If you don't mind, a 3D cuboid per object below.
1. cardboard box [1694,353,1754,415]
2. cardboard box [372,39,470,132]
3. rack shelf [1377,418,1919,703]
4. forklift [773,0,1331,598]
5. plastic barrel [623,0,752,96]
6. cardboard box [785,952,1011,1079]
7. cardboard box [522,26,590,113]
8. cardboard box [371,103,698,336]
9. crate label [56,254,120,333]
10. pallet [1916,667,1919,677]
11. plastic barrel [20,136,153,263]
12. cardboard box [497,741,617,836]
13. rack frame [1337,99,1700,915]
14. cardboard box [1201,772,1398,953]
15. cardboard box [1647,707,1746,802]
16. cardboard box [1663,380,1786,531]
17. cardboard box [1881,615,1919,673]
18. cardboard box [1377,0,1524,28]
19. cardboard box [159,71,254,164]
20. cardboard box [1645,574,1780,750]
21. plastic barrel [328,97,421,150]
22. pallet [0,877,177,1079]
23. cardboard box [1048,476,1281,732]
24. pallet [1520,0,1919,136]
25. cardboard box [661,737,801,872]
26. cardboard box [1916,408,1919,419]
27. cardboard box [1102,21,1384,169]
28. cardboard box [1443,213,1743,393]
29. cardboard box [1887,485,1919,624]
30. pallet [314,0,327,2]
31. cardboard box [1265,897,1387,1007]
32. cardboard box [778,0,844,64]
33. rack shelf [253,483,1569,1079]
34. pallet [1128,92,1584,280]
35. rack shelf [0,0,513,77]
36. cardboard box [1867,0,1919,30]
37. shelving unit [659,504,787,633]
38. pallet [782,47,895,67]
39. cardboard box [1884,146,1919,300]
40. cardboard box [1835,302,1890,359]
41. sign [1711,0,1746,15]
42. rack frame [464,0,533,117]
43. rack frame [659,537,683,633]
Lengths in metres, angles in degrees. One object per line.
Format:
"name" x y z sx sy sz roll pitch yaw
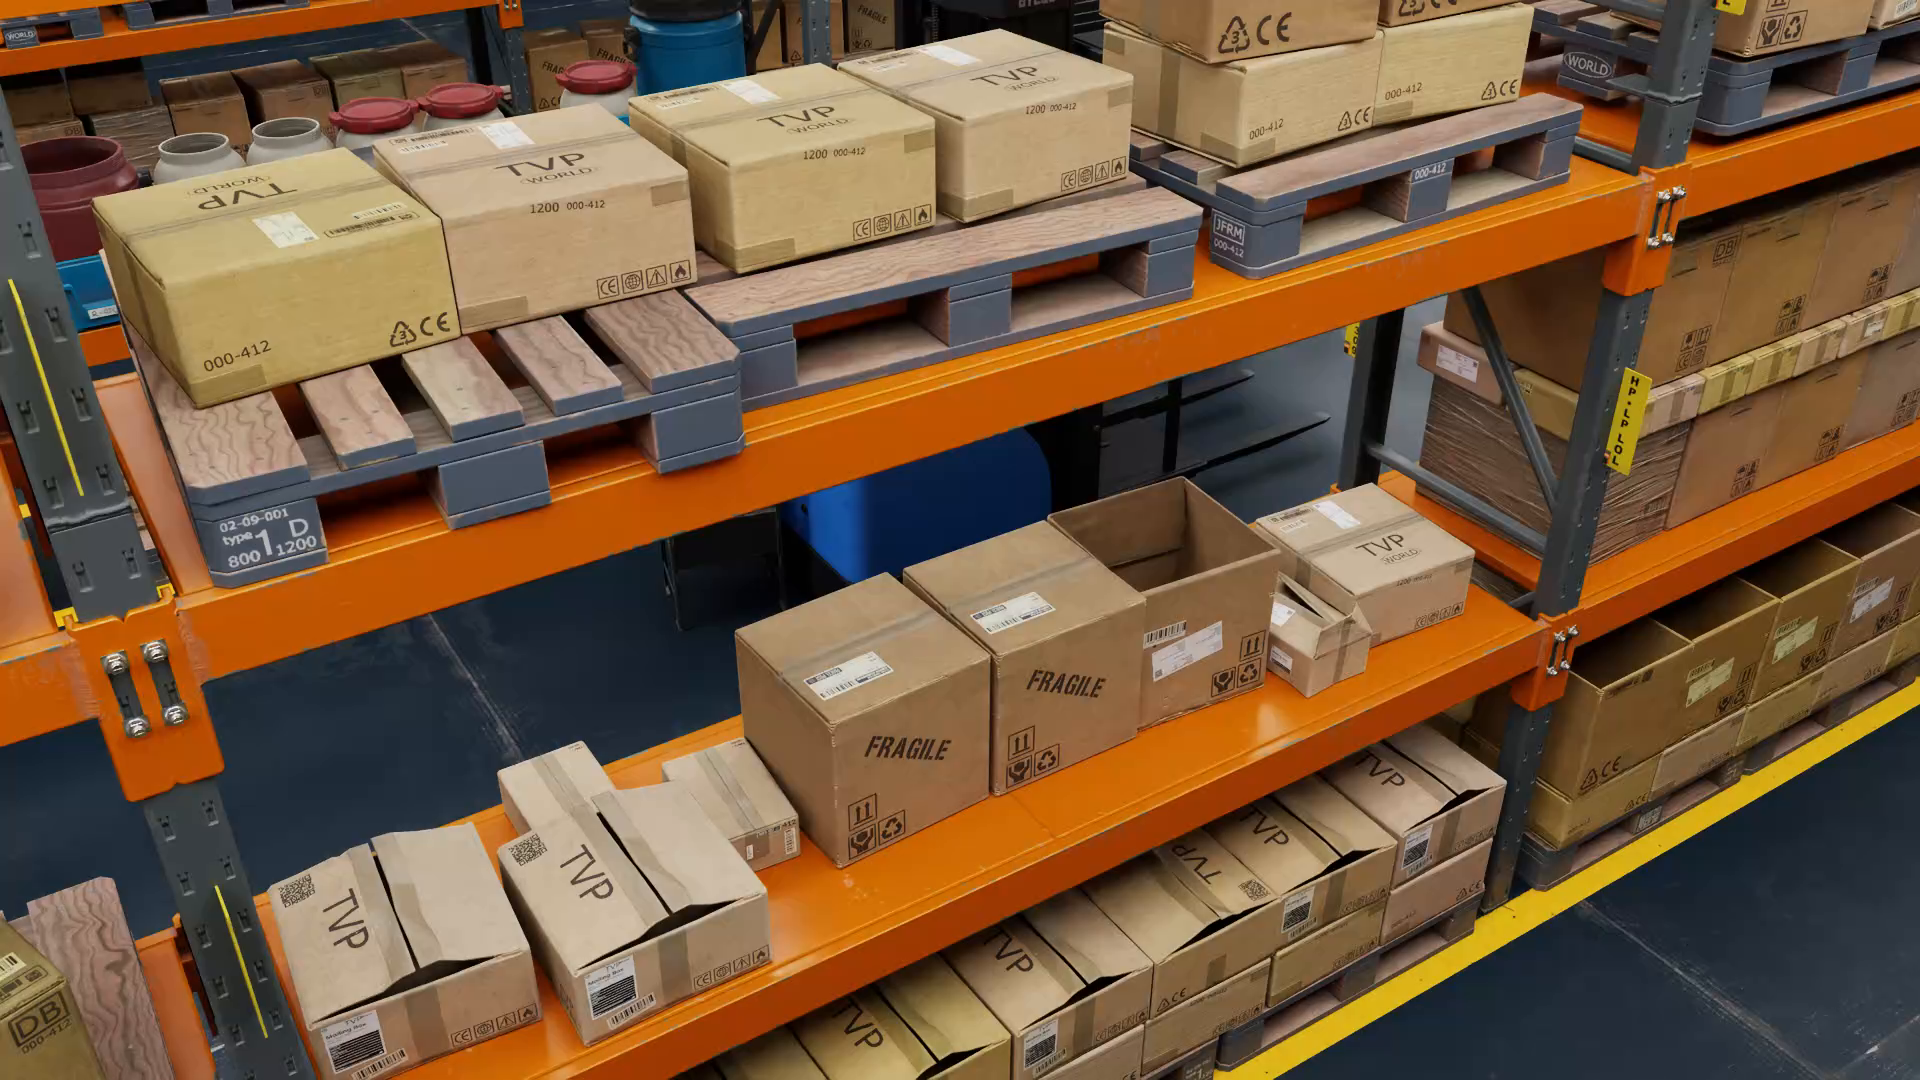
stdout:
"cardboard box" 2.454 -0.594 5.679 0.250 0.149 0.380 -20 37 -28
"cardboard box" -4.195 -3.543 12.986 0.500 0.500 0.700 -22 38 -31
"rack shelf" 3.377 -0.413 6.767 4.000 0.370 1.077 -19 37 -27
"forklift" 0.529 -1.422 7.757 3.031 2.935 1.130 -19 37 -27
"plastic barrel" -1.473 -2.597 9.086 0.708 0.901 0.600 -19 37 -27
"cardboard box" -0.199 1.444 4.807 0.500 0.311 0.500 -20 37 -29
"cardboard box" -3.310 -3.800 13.412 0.500 0.500 0.500 -20 37 -29
"cardboard box" -0.884 -0.681 3.454 0.500 0.250 0.500 -18 36 -26
"crate label" -3.789 -1.088 7.320 0.416 0.233 0.303 -19 37 -27
"pallet" 4.438 0.124 7.855 1.213 0.211 1.003 -19 37 -27
"plastic barrel" -4.120 -1.532 7.740 0.708 0.536 0.600 -19 37 -27
"cardboard box" -1.059 0.740 4.501 0.250 0.149 0.380 -19 37 -27
"rack frame" 1.696 -0.139 5.658 0.127 3.000 1.000 -19 37 -27
"cardboard box" 1.077 1.008 5.498 0.500 0.311 0.500 -18 36 -26
"cardboard box" 2.673 0.706 6.503 0.500 0.250 0.500 -19 37 -27
"cardboard box" 2.506 -0.468 6.086 0.500 0.500 0.700 -19 37 -28
"cardboard box" 3.935 0.273 7.189 0.500 0.250 0.500 -19 37 -27
"cardboard box" 1.157 -1.678 4.332 0.500 0.500 0.500 -19 37 -27
"cardboard box" -5.545 -3.090 12.268 0.500 0.500 0.700 -16 36 -23
"cardboard box" 2.672 0.388 6.305 0.500 0.500 0.500 -19 37 -27
"plastic barrel" -2.887 -1.903 8.328 0.433 0.535 0.433 0 32 0
"pallet" -2.197 1.326 3.516 1.003 0.211 1.213 -19 37 -27
"cardboard box" 0.599 0.186 5.050 0.500 0.500 0.500 -16 36 -24
"pallet" 2.399 -1.628 5.291 1.213 0.211 1.003 -19 37 -27
"cardboard box" -0.624 0.730 4.517 0.250 0.149 0.380 -16 36 -24
"cardboard box" 3.800 -0.913 6.792 0.500 0.500 0.700 -19 37 -27
"cardboard box" 0.713 -1.188 4.257 0.500 0.250 0.500 -23 39 -32
"cardboard box" 2.066 -0.861 5.494 0.500 0.500 0.700 -19 37 -27
"cardboard box" 3.936 -0.043 6.987 0.500 0.500 0.500 -19 37 -27
"pallet" -4.389 -4.345 12.507 1.213 0.211 1.003 -19 37 -27
"cardboard box" 1.079 1.242 5.653 0.500 0.250 0.500 -20 37 -28
"cardboard box" -1.324 -4.498 14.518 0.500 0.500 0.500 -10 33 -15
"rack shelf" 0.015 0.744 4.934 4.000 0.370 1.077 -19 37 -27
"pallet" 0.962 -1.066 4.496 1.217 0.209 0.805 -21 38 -29
"rack shelf" -5.349 -3.700 11.978 4.000 0.370 1.077 -19 37 -27
"cardboard box" 2.716 -1.790 5.023 0.500 0.311 0.500 -21 38 -30
"shelving unit" -1.104 -0.610 7.248 0.503 2.100 0.431 -10 34 -15
"pallet" -1.072 -4.318 14.897 1.213 0.211 1.003 -19 37 -27
"cardboard box" 3.331 -1.296 6.184 0.500 0.500 0.700 -19 37 -27
"cardboard box" 3.108 -0.821 6.038 0.250 0.149 0.380 -20 37 -29
"sign" 1.999 -1.519 4.255 0.005 0.325 0.100 -19 37 -27
"rack frame" -3.668 -4.582 12.702 0.127 3.000 1.000 -19 37 -27
"rack frame" -1.335 -0.569 7.184 0.015 2.100 0.400 -10 34 -15
